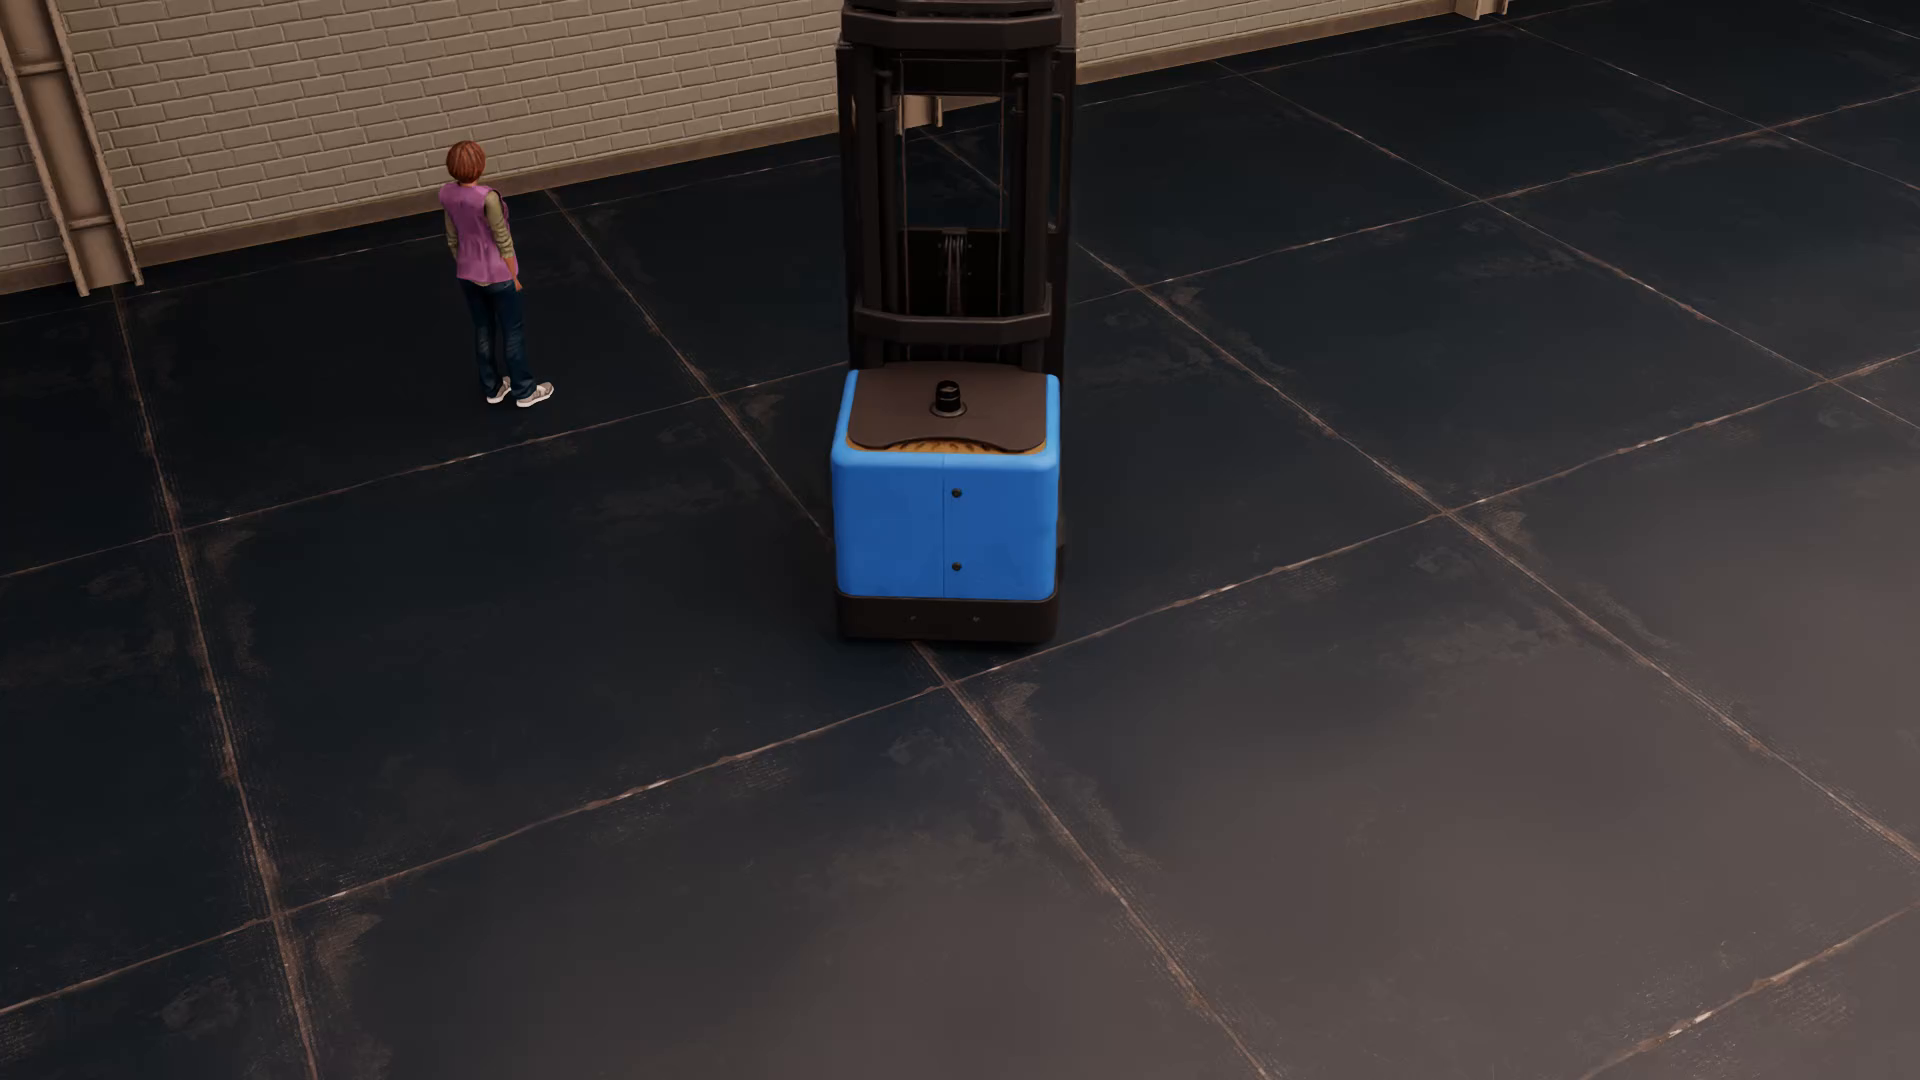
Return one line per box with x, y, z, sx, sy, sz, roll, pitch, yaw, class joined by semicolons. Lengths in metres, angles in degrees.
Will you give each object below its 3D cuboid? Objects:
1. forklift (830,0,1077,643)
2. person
-0.005;-1.537;8.297;1.130;2.935;3.031;2;35;2;forklift
-2.651;-1.492;9.389;0.411;1.602;0.331;11;37;16;person
